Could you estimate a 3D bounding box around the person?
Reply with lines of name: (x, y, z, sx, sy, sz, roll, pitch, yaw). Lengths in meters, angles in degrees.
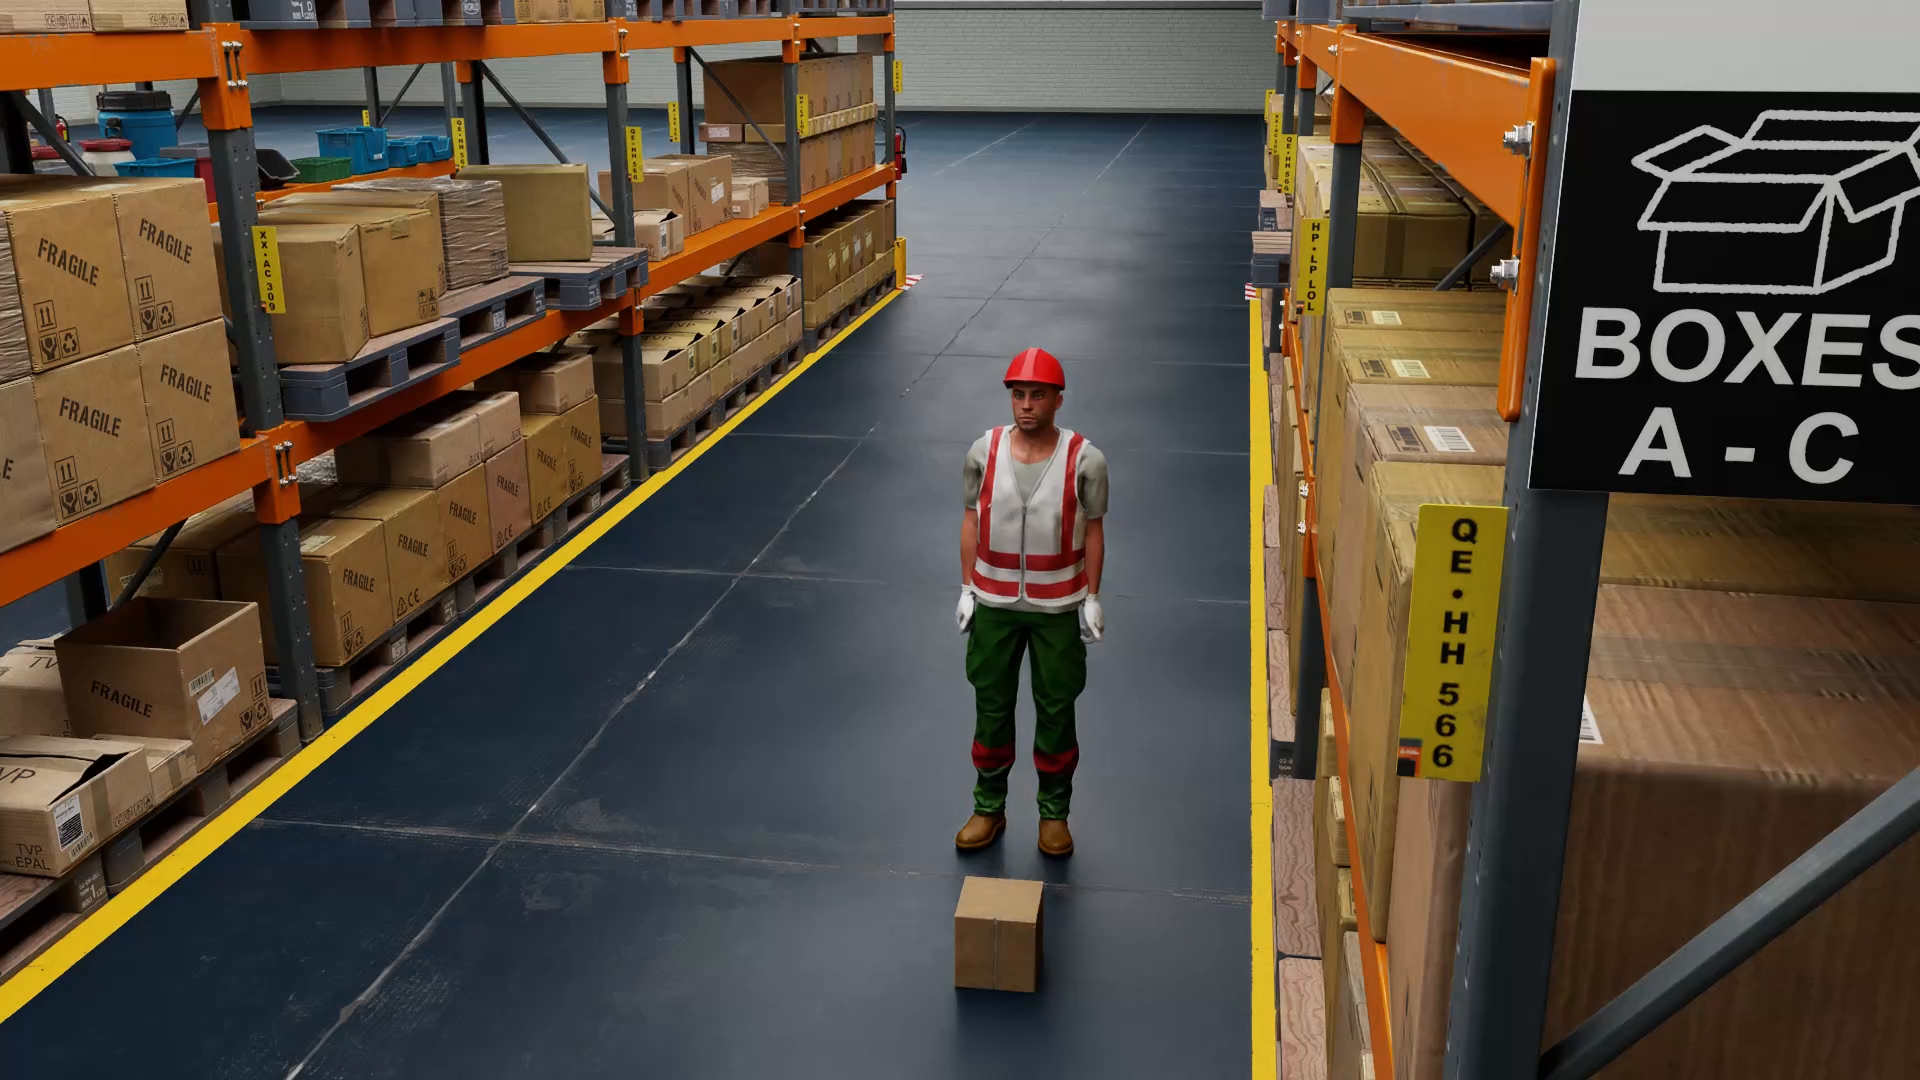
person: (0.242, 0.226, 5.797, 0.531, 1.795, 0.380, 3, 18, 9)
